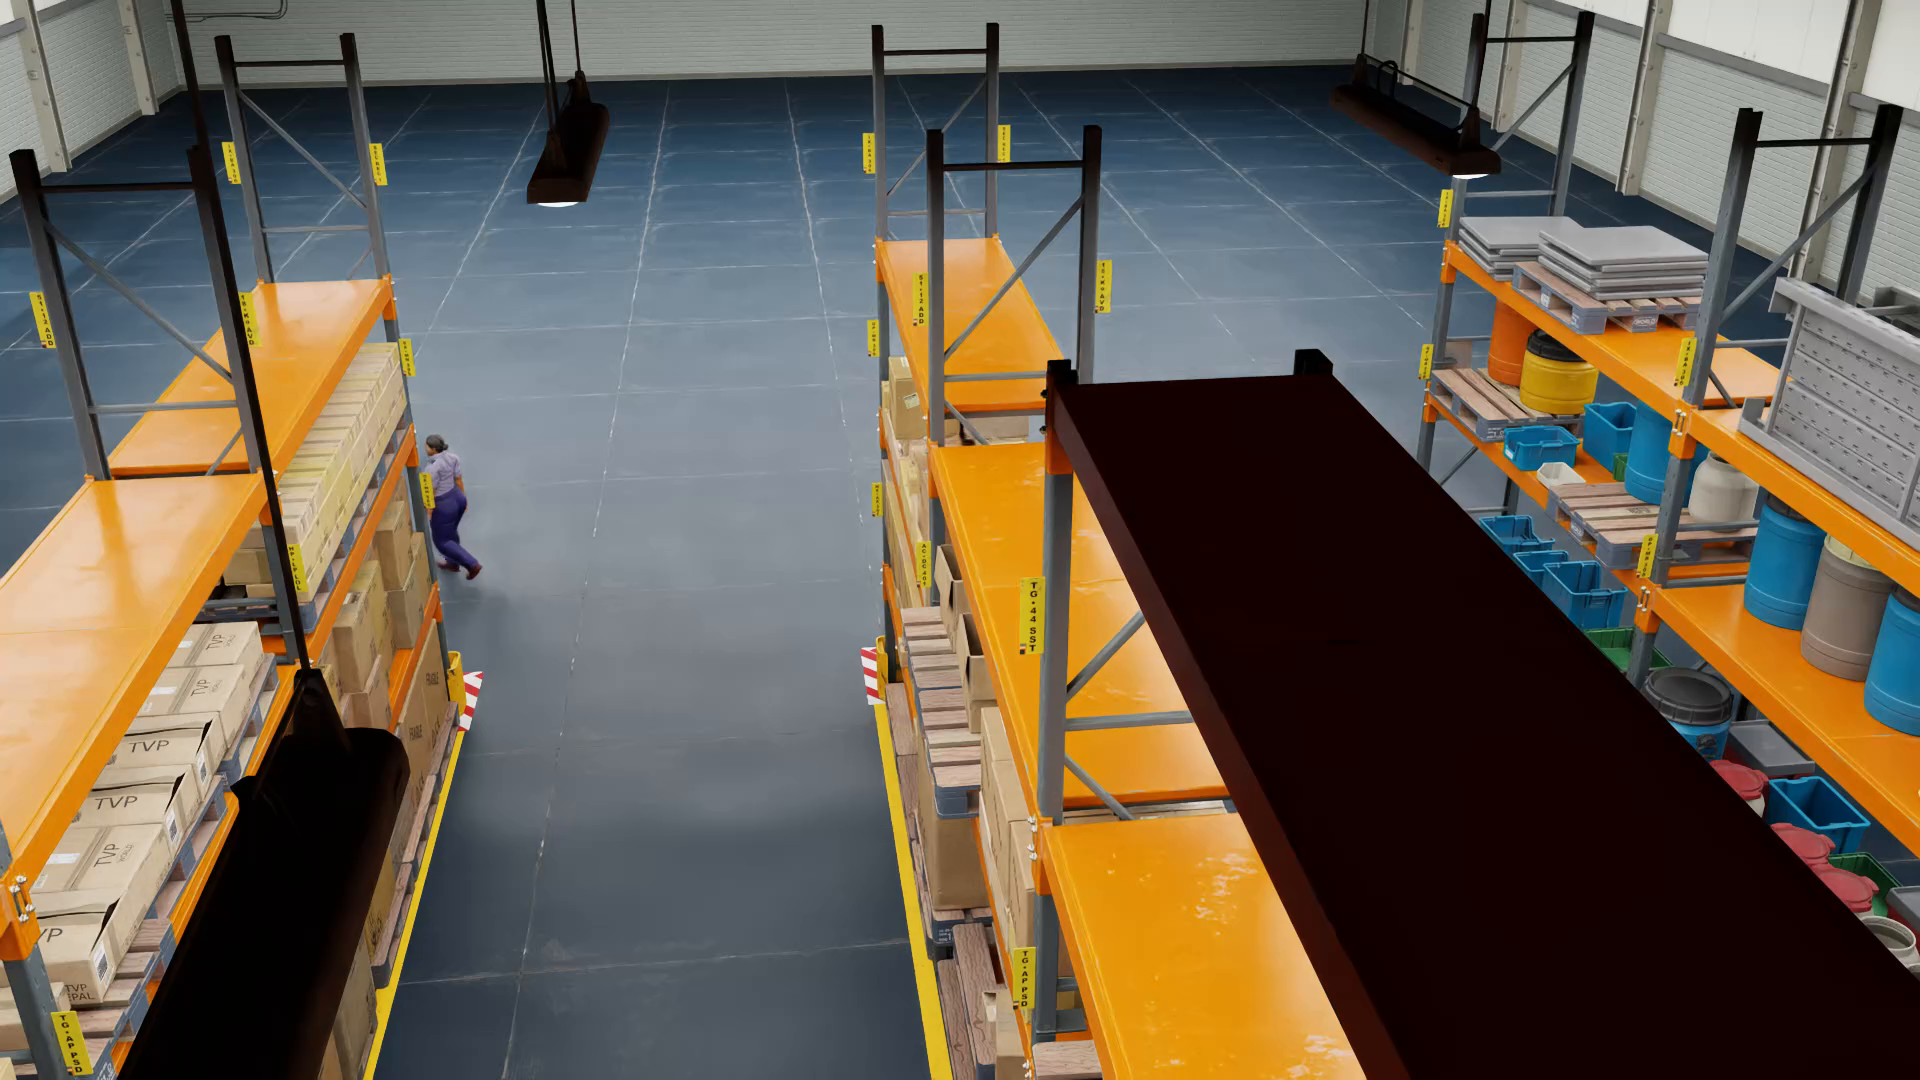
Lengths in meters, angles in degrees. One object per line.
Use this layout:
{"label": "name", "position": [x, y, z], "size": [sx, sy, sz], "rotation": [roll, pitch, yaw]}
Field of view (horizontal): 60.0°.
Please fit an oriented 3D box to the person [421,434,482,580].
{"label": "person", "position": [-5.334, -0.341, 17.322], "size": [0.703, 1.631, 0.502], "rotation": [7, 26, 15]}
